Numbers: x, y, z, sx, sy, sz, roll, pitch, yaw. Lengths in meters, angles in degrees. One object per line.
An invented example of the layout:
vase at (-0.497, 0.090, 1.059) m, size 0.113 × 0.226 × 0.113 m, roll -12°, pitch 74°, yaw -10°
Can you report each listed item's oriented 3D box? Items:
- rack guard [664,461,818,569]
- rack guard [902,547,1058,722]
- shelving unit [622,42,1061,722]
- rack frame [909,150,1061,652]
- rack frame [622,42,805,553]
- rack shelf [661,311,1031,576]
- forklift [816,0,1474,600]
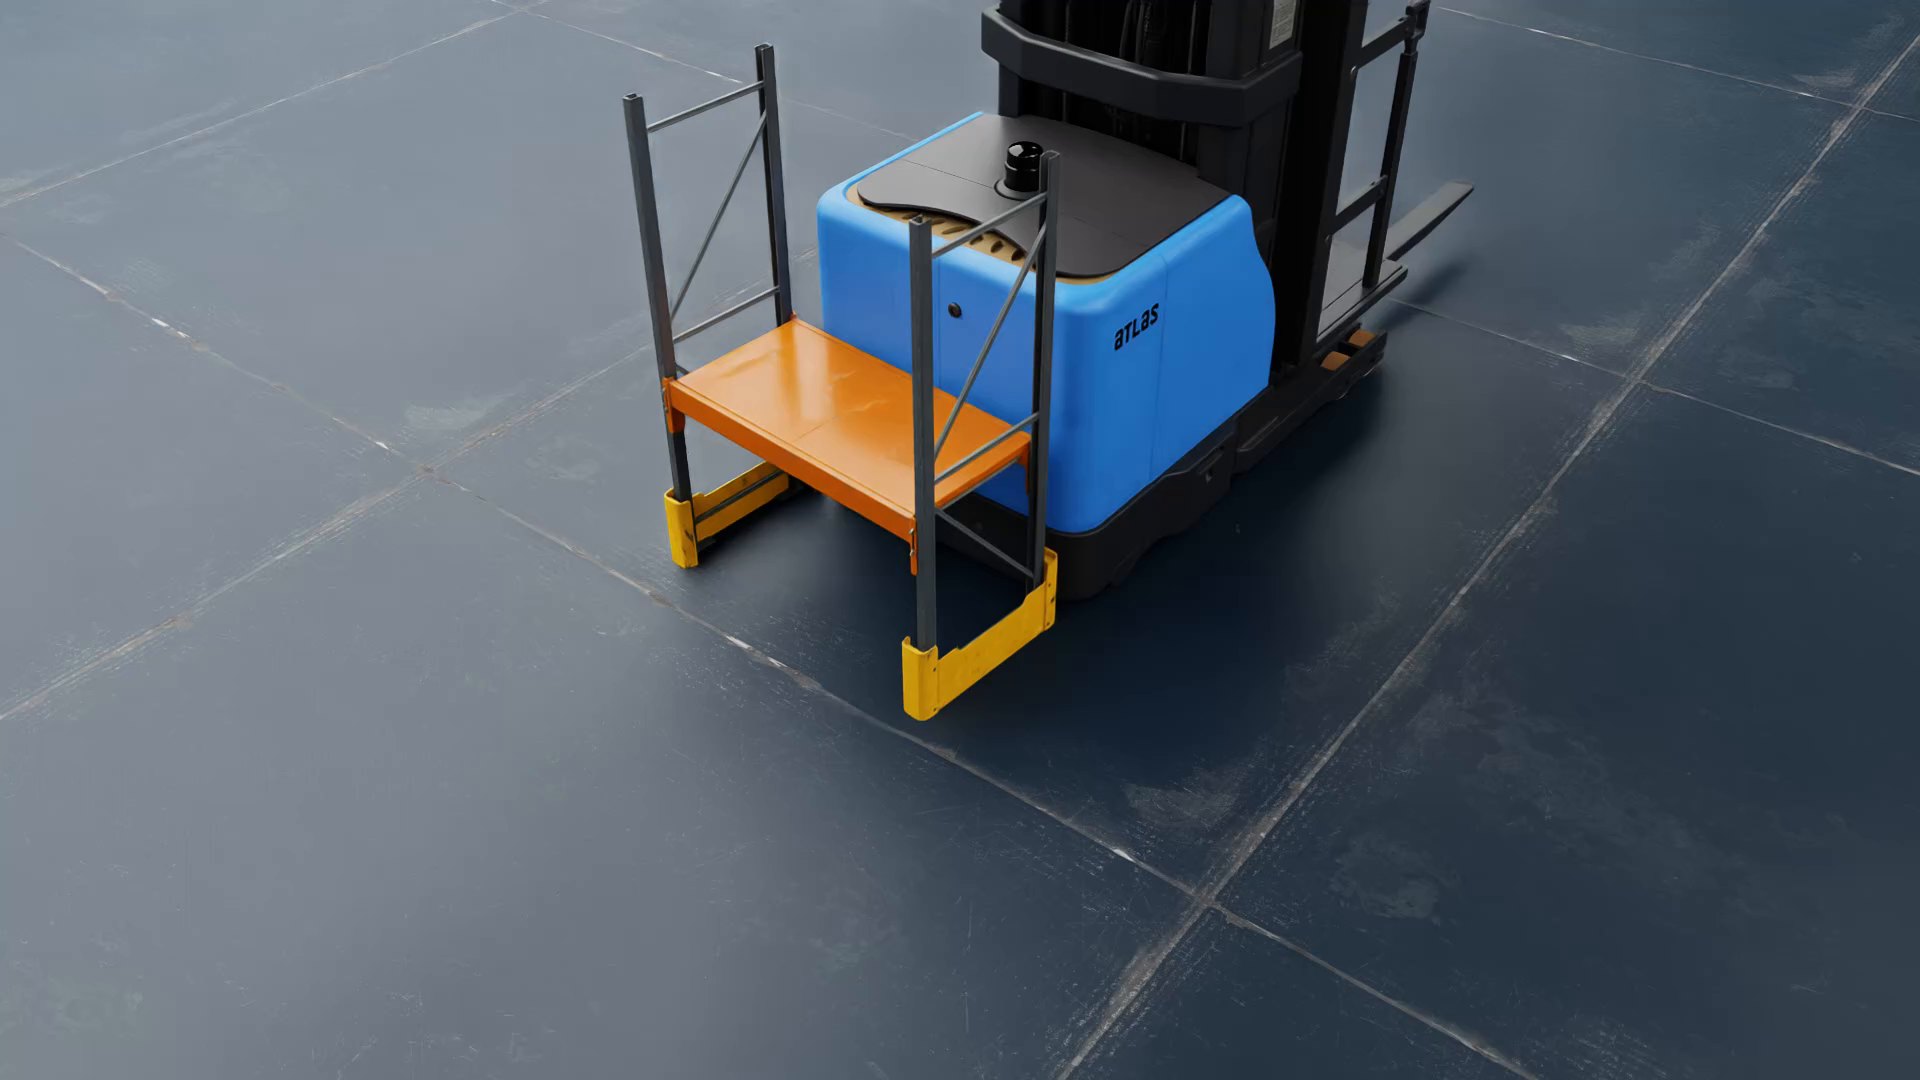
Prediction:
rack guard at (-0.674, -0.154, 5.244) m, size 0.087 × 0.250 × 0.587 m, roll 29°, pitch 47°, yaw 32°
rack guard at (0.063, 0.259, 4.717) m, size 0.087 × 0.250 × 0.587 m, roll 29°, pitch 47°, yaw 32°
shelving unit at (-0.306, -0.440, 4.595) m, size 1.083 × 1.500 × 0.587 m, roll 29°, pitch 47°, yaw 32°
rack frame at (0.064, -0.233, 4.331) m, size 0.032 × 1.500 × 0.500 m, roll 29°, pitch 47°, yaw 32°
rack frame at (-0.689, -0.654, 4.869) m, size 0.032 × 1.500 × 0.500 m, roll 29°, pitch 47°, yaw 32°
rack shelf at (-0.312, -0.302, 4.711) m, size 1.000 × 0.185 × 0.538 m, roll 29°, pitch 47°, yaw 32°
forklift at (0.879, -1.823, 5.201) m, size 1.130 × 2.935 × 3.031 m, roll 26°, pitch 45°, yaw 29°
